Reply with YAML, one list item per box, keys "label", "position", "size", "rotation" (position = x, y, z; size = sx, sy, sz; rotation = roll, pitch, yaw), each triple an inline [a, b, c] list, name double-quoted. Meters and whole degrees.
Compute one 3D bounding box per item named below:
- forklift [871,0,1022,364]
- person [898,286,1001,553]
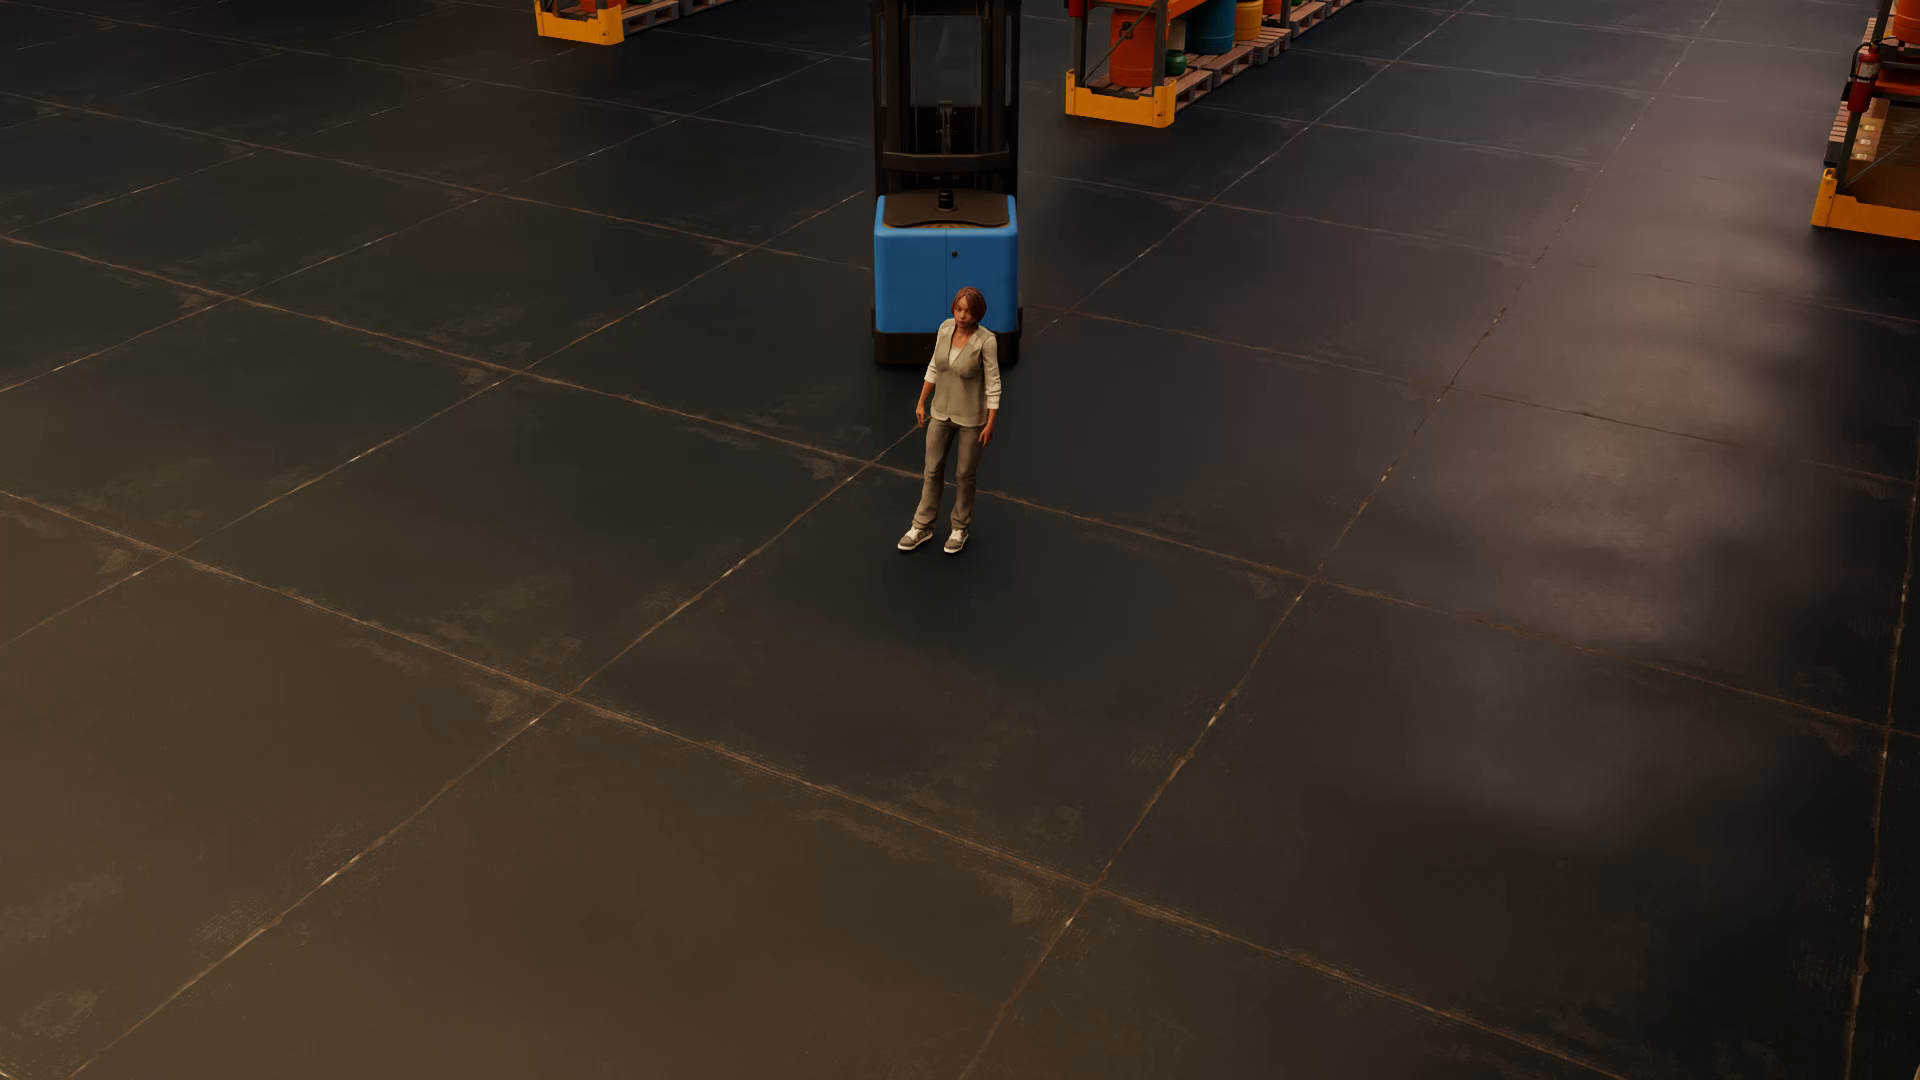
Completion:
- label: "forklift"
  position: [-0.105, -3.244, 12.691]
  size: [1.130, 2.935, 3.031]
  rotation: [0, 30, 0]
- label: "person"
  position: [-0.049, -0.669, 9.549]
  size: [0.520, 1.599, 0.473]
  rotation: [15, 33, 25]
